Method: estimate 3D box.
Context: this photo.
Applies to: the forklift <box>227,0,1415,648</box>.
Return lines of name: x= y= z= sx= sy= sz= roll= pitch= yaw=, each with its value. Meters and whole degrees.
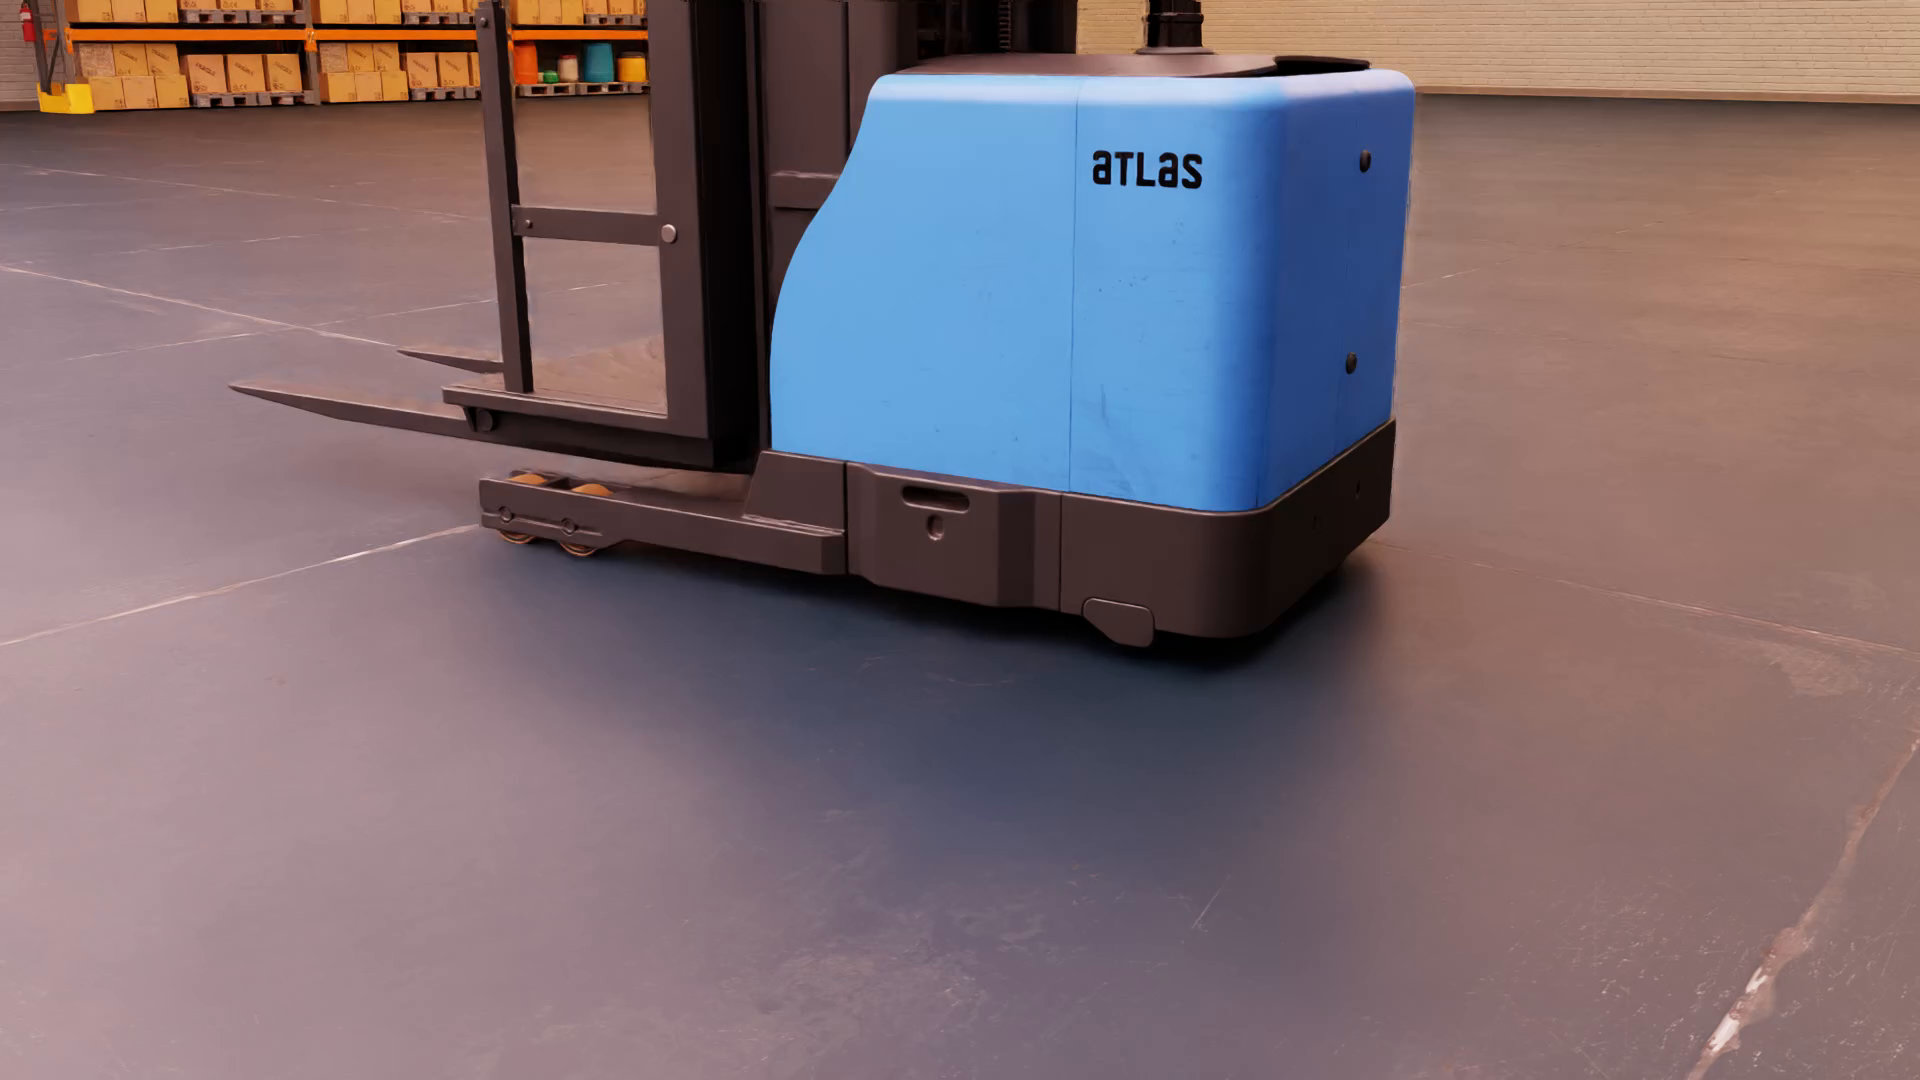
forklift: x=-0.540 y=-1.487 z=3.794 sx=3.031 sy=2.935 sz=1.130 roll=9 pitch=19 yaw=28
